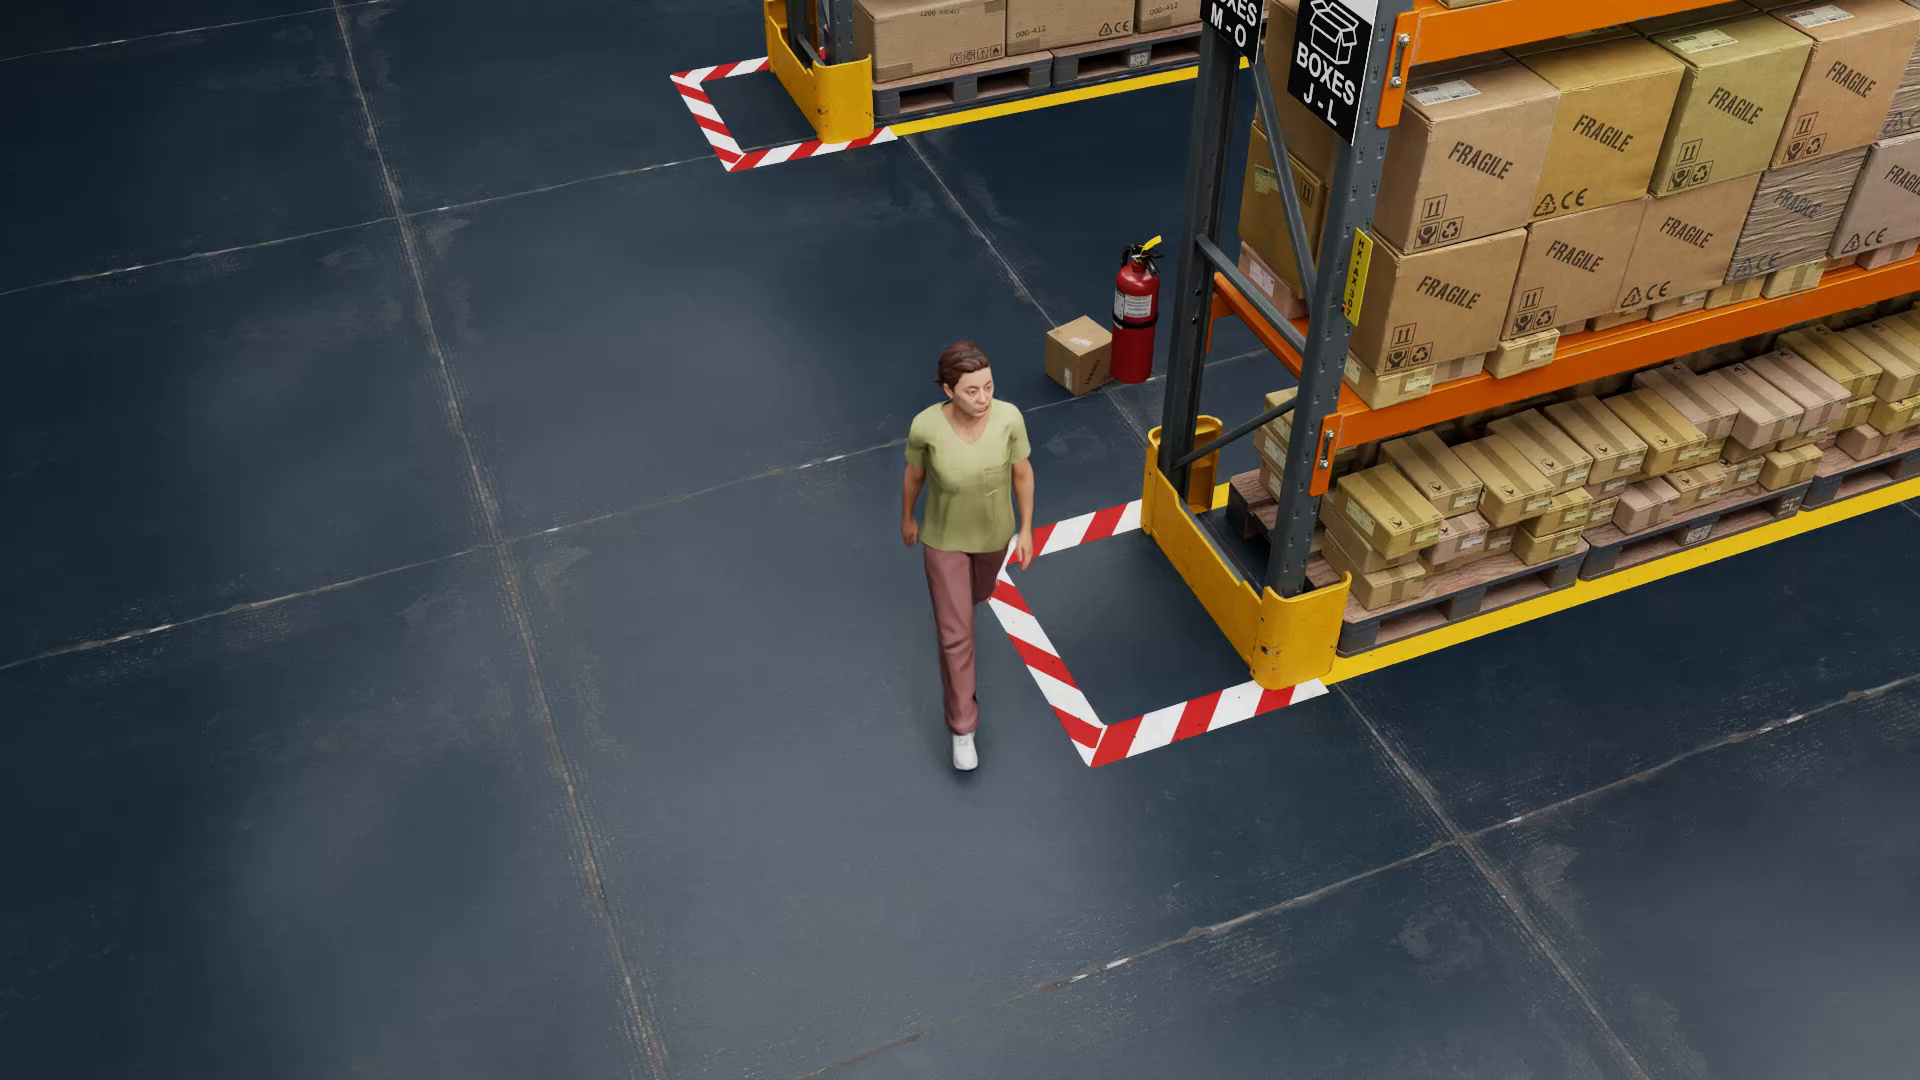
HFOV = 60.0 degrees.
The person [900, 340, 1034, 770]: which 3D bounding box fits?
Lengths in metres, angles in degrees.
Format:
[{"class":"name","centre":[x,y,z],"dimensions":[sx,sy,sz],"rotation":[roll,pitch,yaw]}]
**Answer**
[{"class":"person","centre":[0.041,-0.025,6.193],"dimensions":[0.477,1.628,0.996],"rotation":[-8,43,-9]}]
